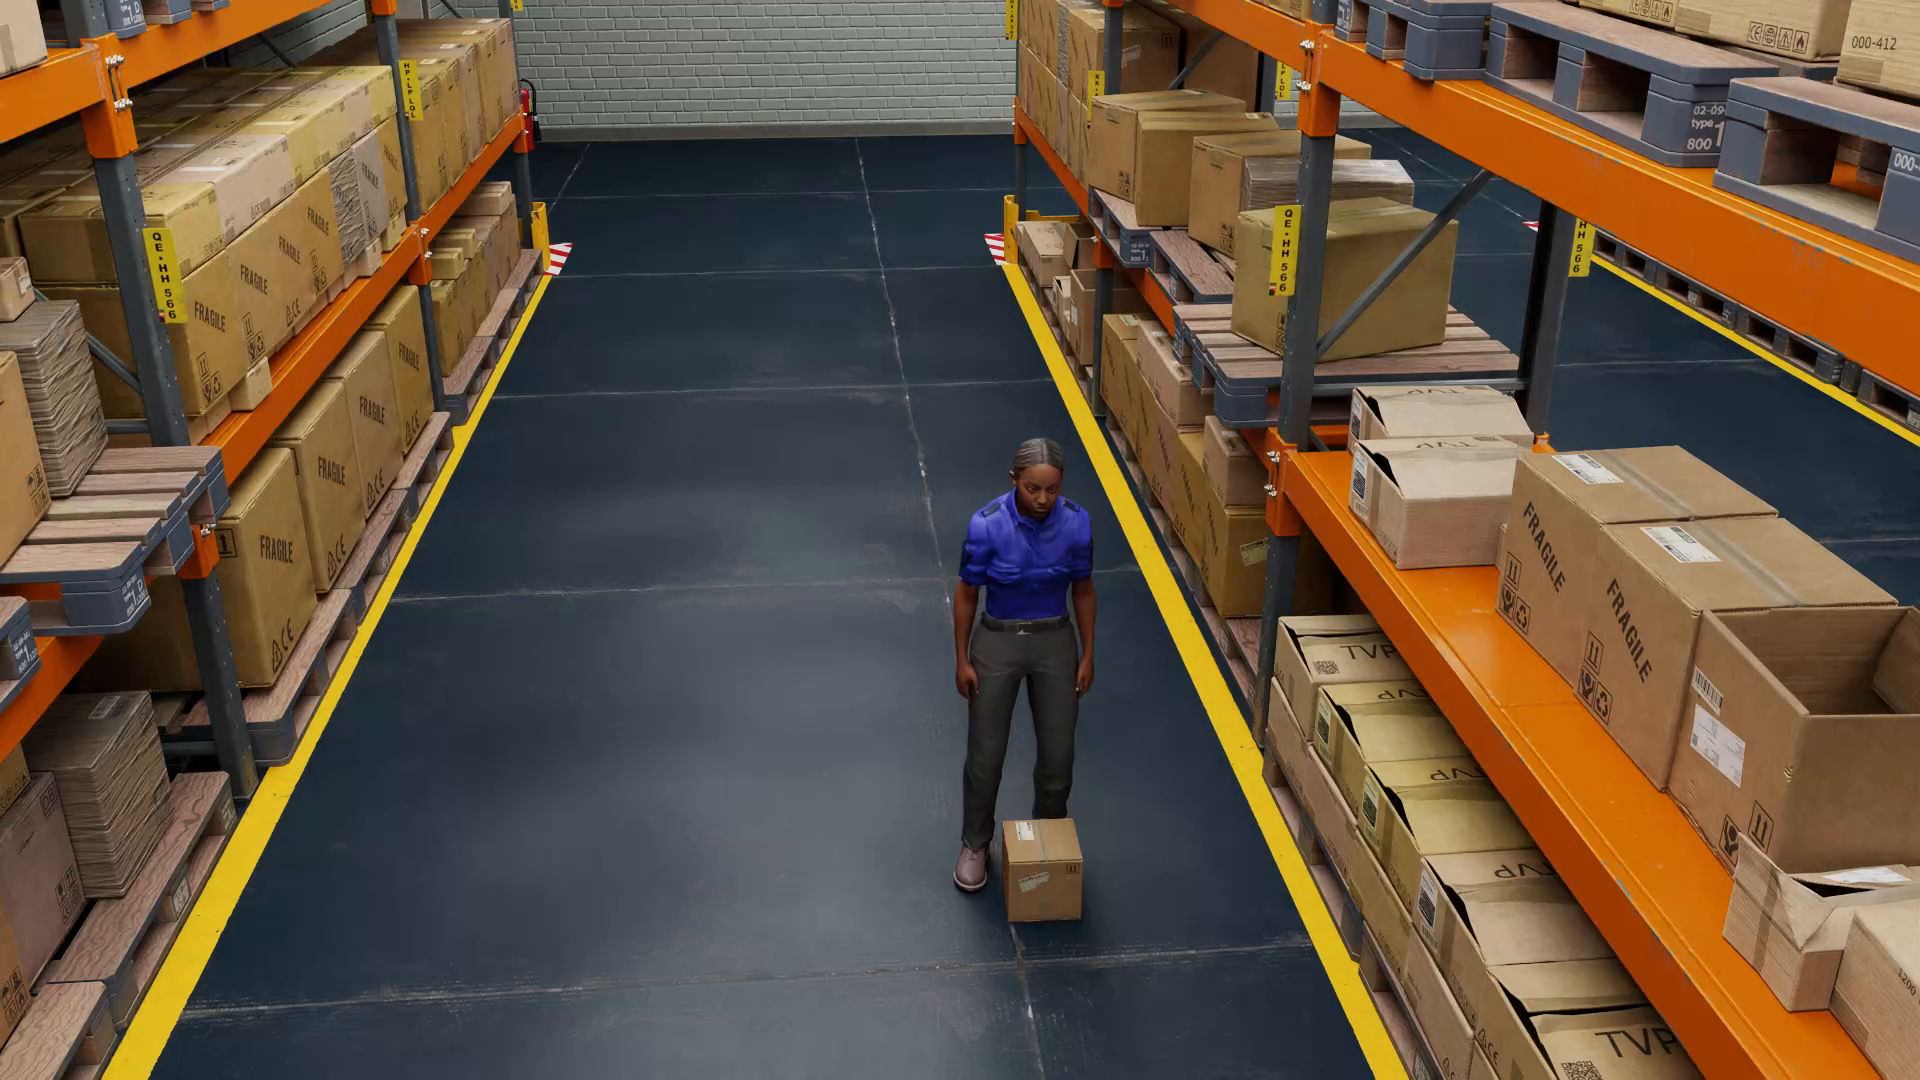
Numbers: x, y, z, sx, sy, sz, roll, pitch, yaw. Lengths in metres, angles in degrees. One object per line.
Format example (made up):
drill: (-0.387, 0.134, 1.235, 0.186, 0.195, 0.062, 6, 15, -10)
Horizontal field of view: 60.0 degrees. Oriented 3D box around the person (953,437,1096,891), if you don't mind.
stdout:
person: (0.217, 0.408, 5.687, 0.506, 1.654, 0.350, -3, 24, -7)
